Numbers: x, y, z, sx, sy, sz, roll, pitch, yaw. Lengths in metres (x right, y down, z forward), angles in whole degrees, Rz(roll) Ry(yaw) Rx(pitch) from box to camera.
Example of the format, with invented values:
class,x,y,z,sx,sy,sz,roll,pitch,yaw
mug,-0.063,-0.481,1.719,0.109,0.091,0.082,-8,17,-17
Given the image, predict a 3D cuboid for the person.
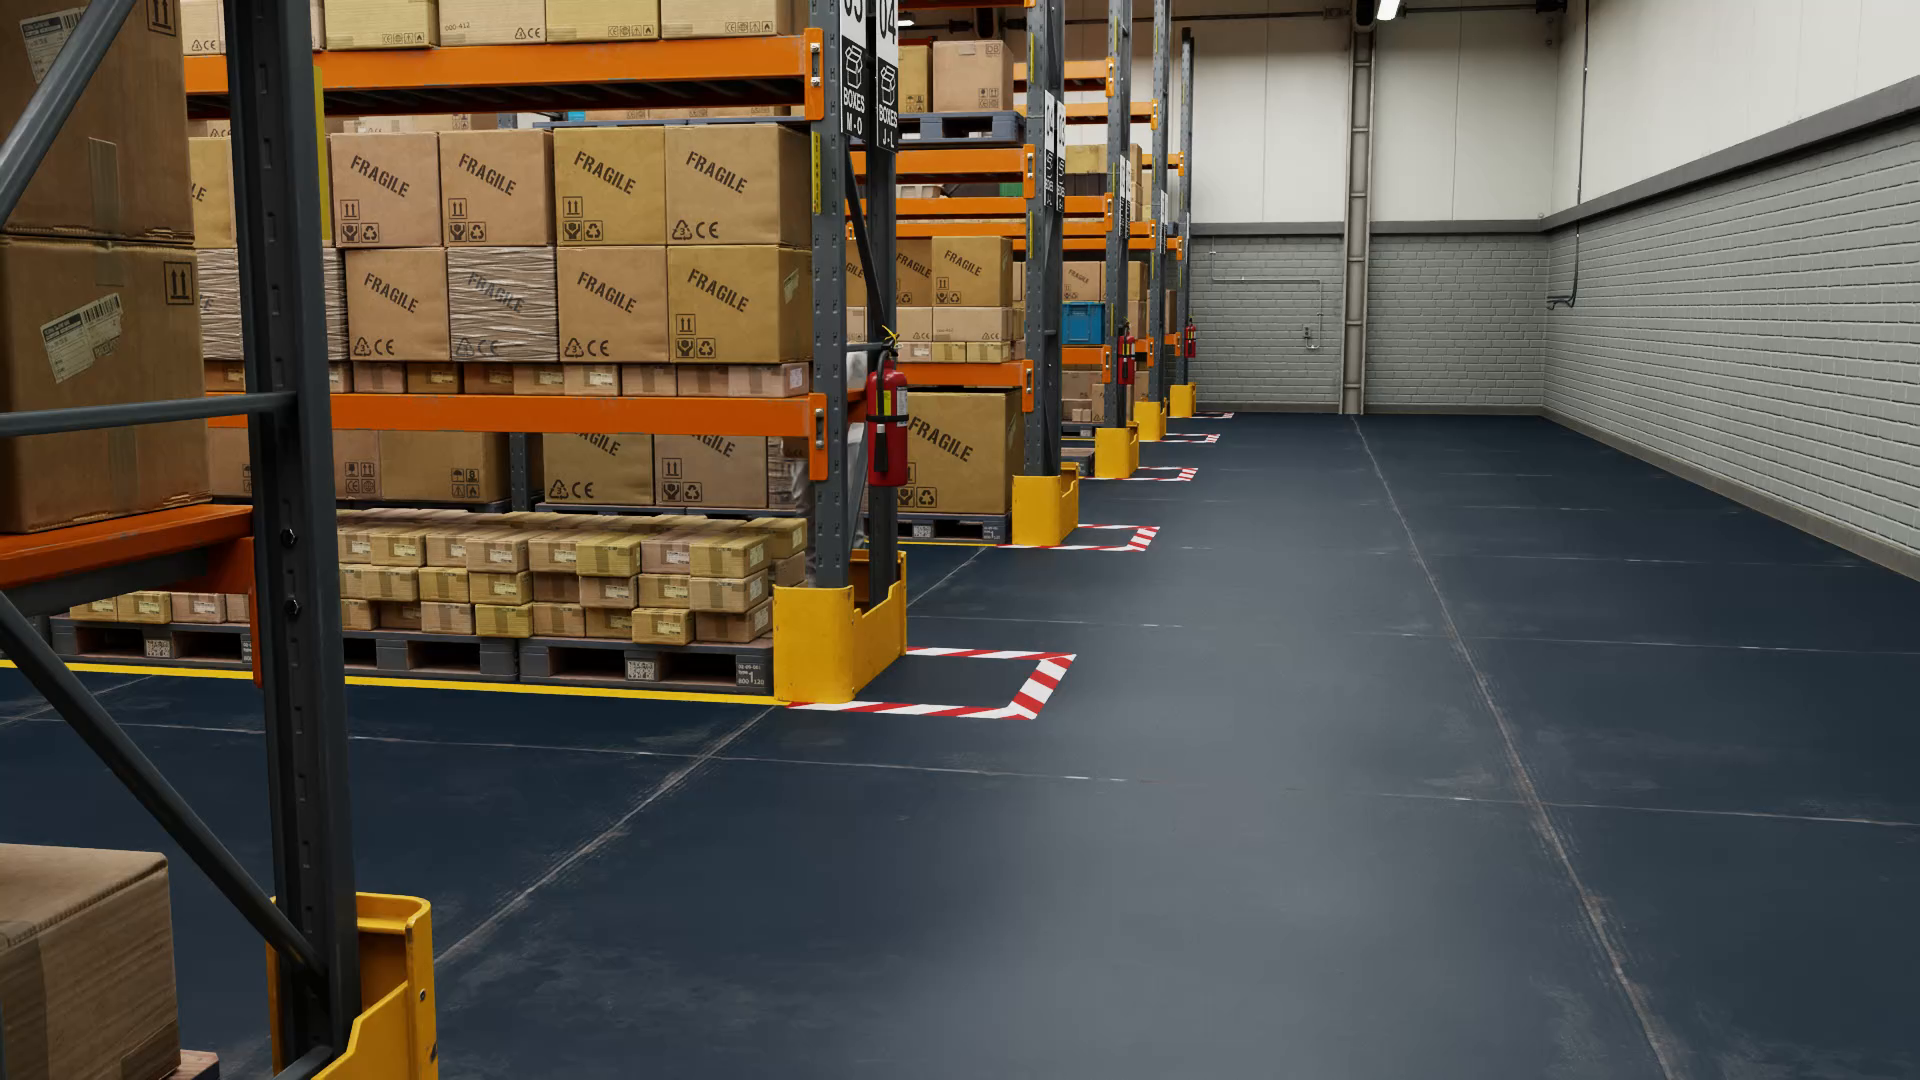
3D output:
class,x,y,z,sx,sy,sz,roll,pitch,yaw
person,-0.778,-0.539,9.627,0.526,1.789,0.548,2,8,16
